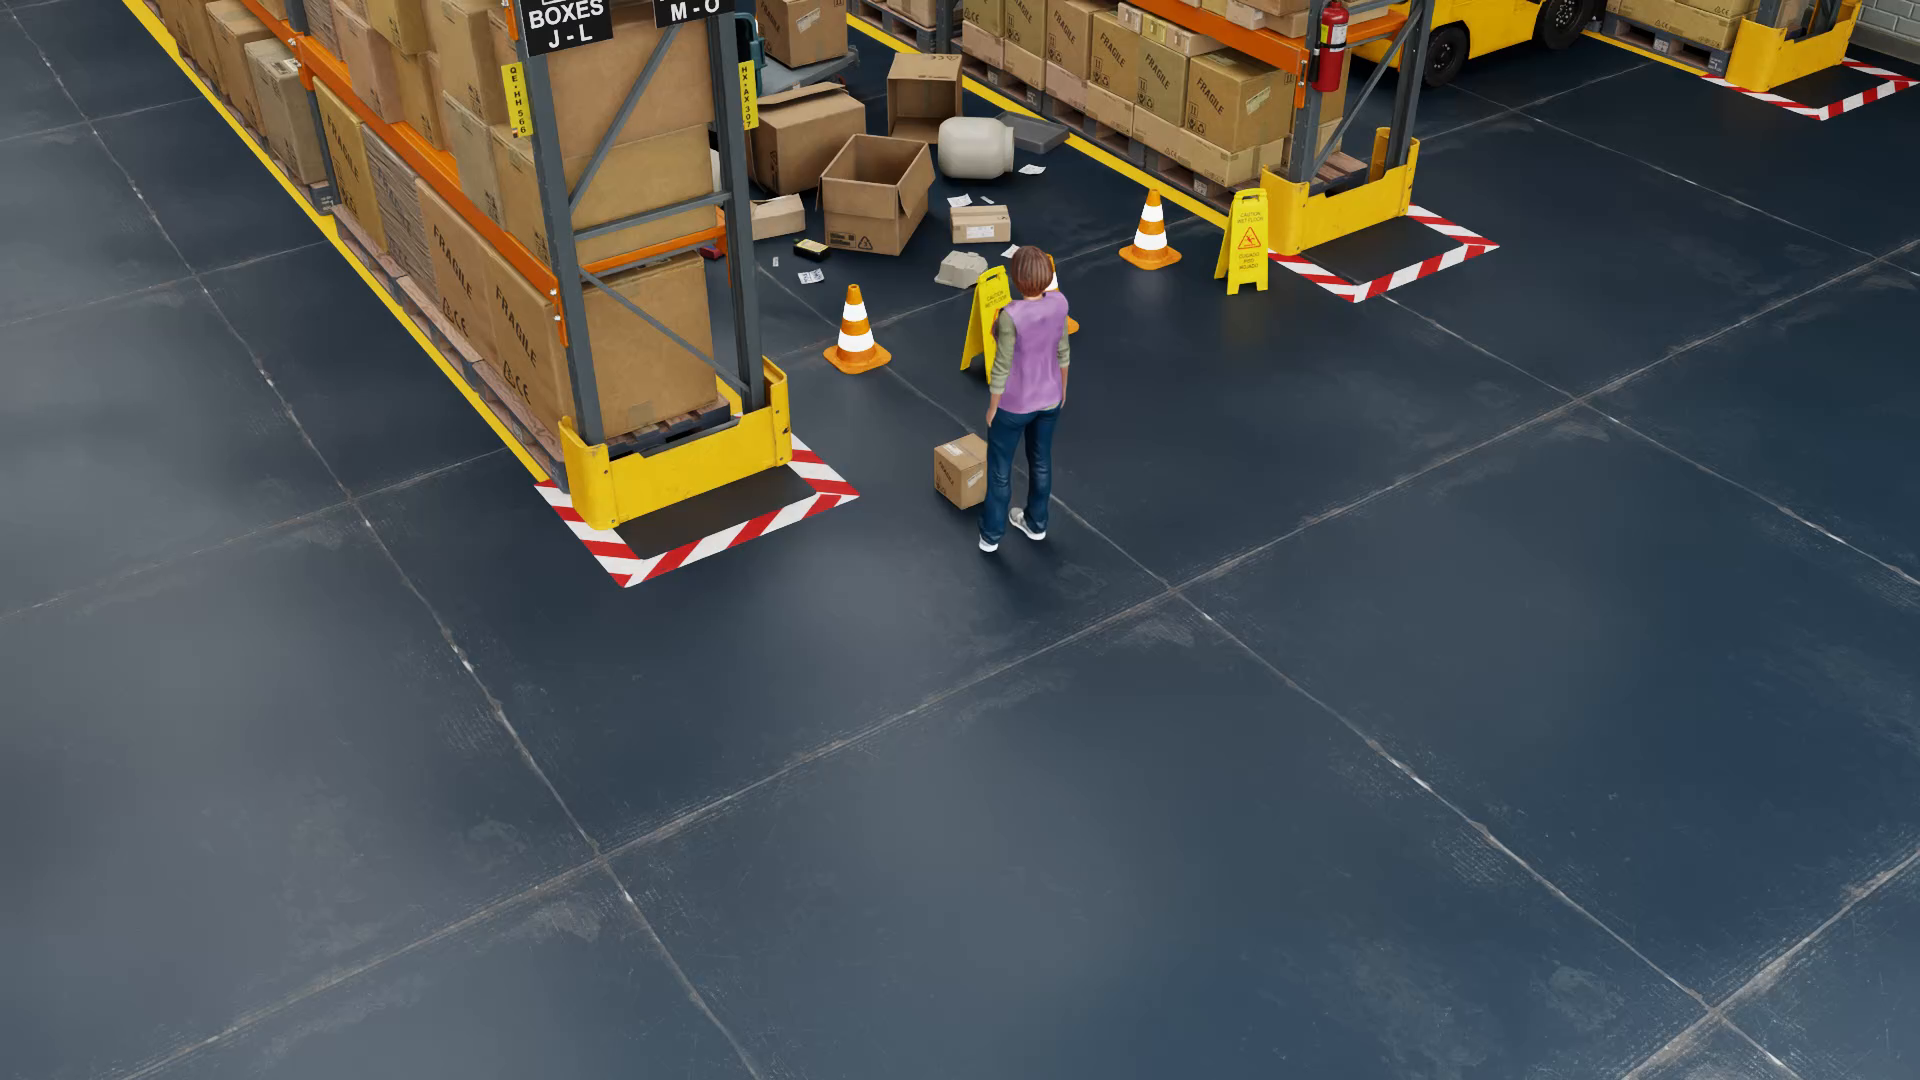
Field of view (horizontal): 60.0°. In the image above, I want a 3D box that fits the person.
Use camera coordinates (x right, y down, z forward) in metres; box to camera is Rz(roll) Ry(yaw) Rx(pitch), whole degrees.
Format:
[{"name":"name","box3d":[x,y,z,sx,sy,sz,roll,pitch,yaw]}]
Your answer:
[{"name":"person","box3d":[0.296,-0.659,7.885,0.477,1.587,0.327,-19,41,-24]}]
